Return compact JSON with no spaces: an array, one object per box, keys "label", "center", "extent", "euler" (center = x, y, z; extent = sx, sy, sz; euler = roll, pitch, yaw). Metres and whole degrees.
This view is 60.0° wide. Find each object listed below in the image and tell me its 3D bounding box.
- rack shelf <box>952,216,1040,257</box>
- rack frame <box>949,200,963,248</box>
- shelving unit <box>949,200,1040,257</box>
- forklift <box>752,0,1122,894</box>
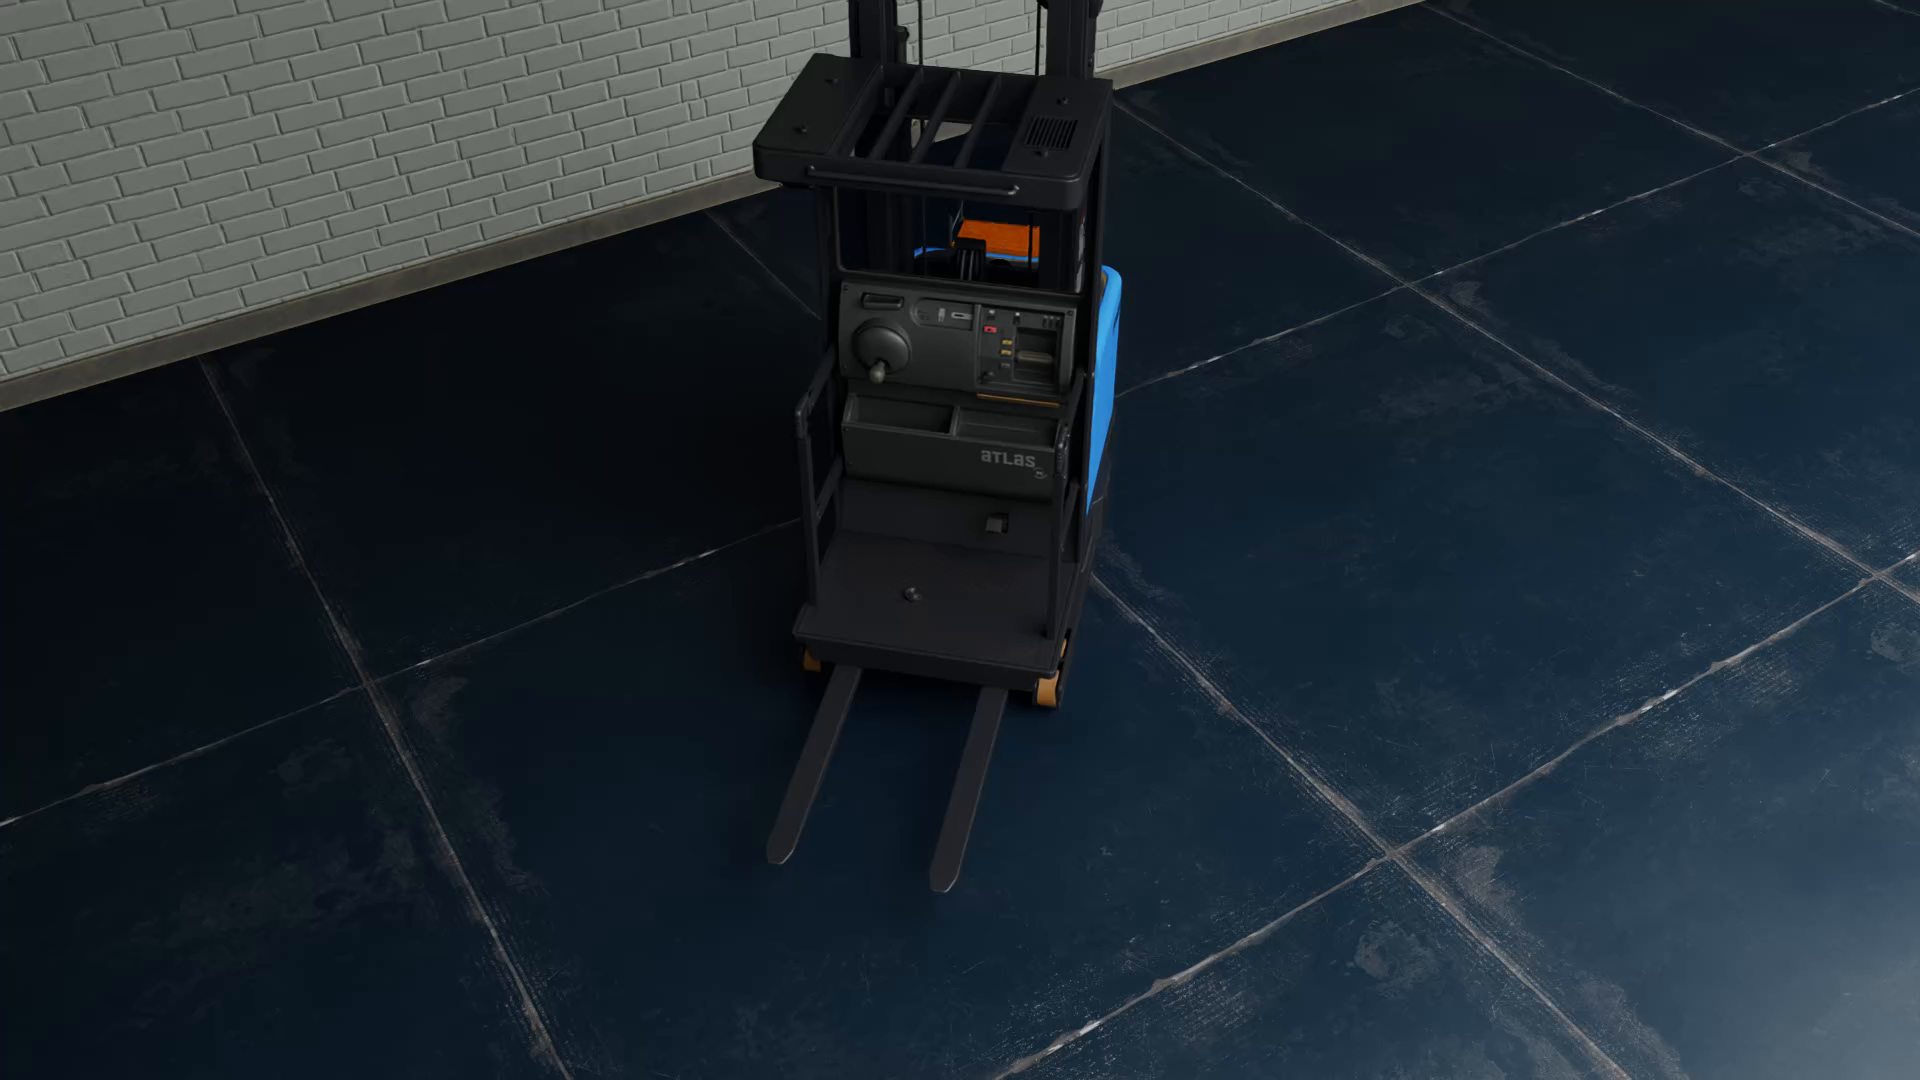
[{"label":"rack shelf","center":[0.222,-1.383,7.858],"extent":[0.480,0.148,0.258],"euler":[8,40,9]},{"label":"rack frame","center":[-0.017,-1.113,8.148],"extent":[0.015,1.200,0.240],"euler":[8,40,9]},{"label":"shelving unit","center":[0.221,-1.080,8.109],"extent":[0.503,1.200,0.258],"euler":[8,40,9]},{"label":"forklift","center":[-0.058,-0.695,6.294],"extent":[1.130,2.935,3.031],"euler":[8,40,9]}]
